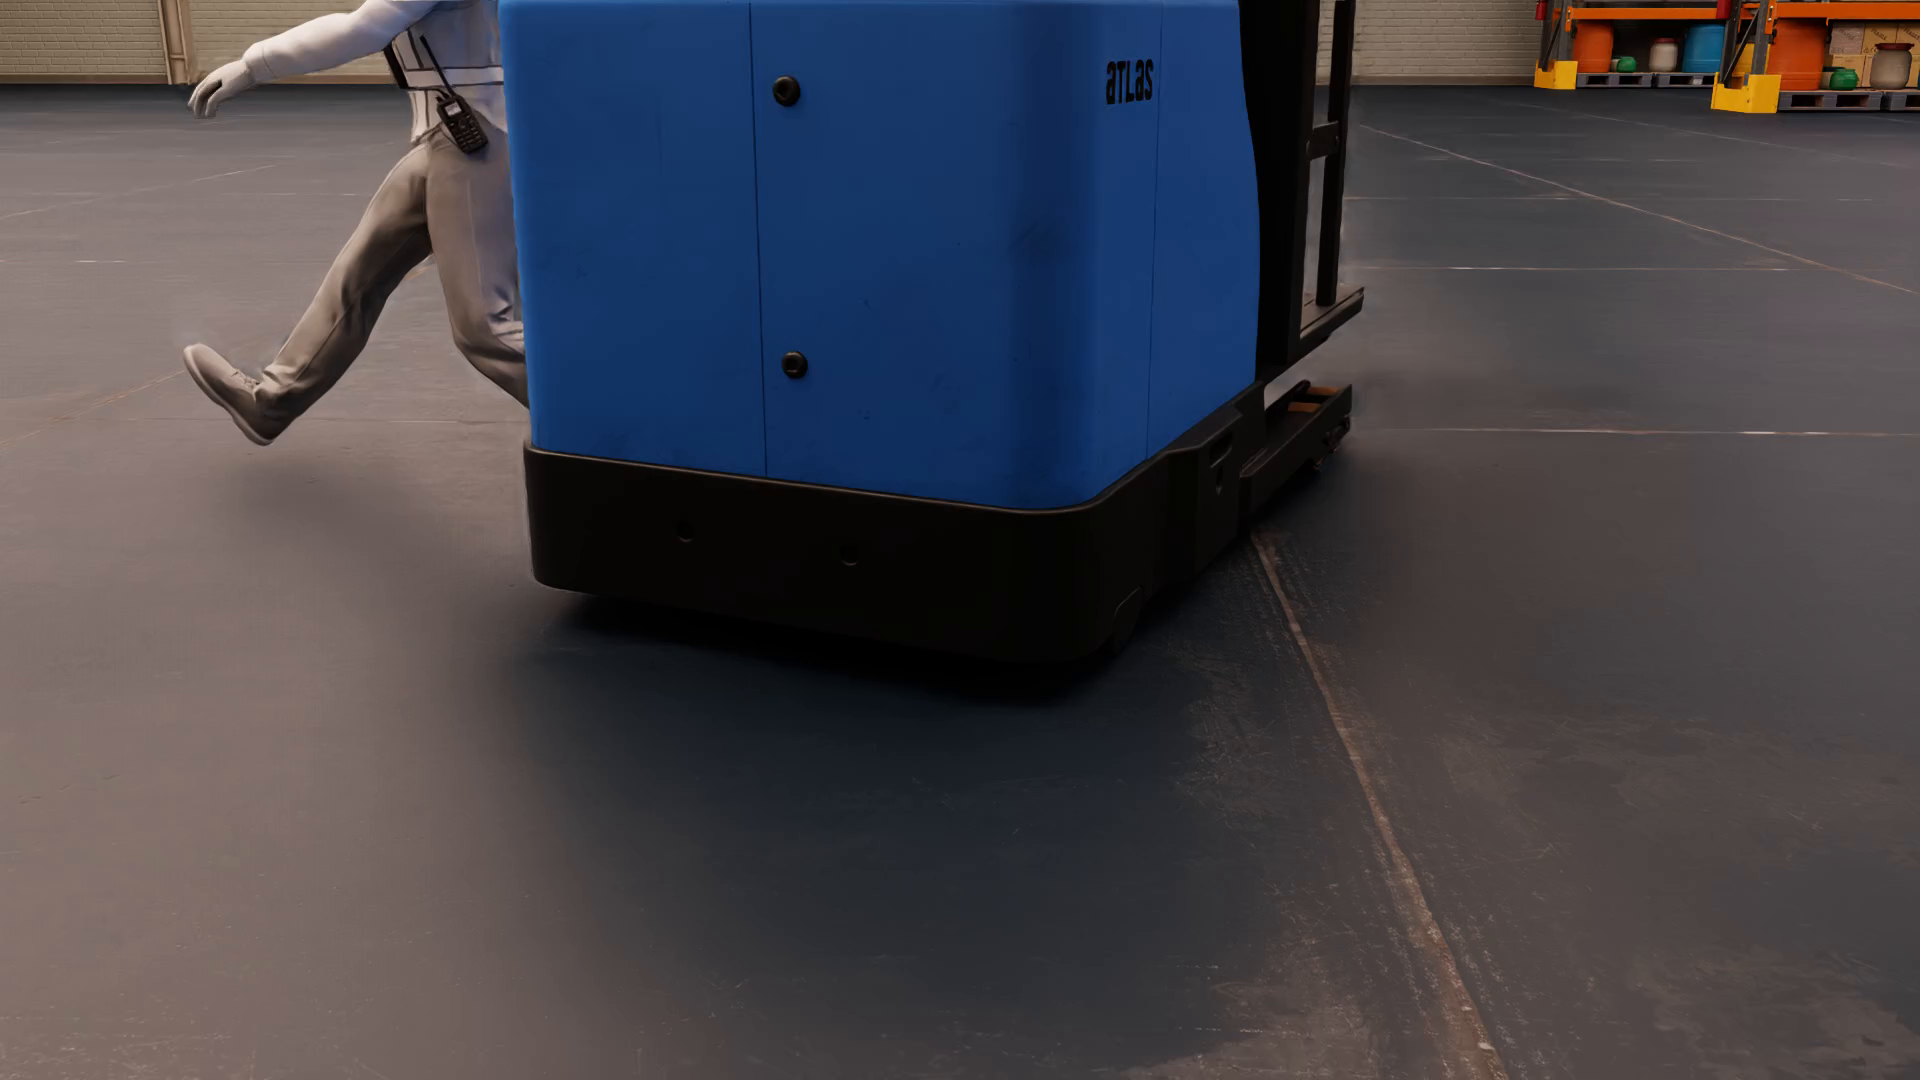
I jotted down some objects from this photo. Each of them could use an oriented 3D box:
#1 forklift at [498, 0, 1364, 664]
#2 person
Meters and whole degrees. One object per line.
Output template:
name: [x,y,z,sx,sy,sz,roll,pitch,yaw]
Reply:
forklift: [0.313,-1.605,3.598,1.130,2.935,3.031,8,19,23]
person: [-1.262,-0.871,3.700,1.056,1.533,0.798,-4,18,-13]
